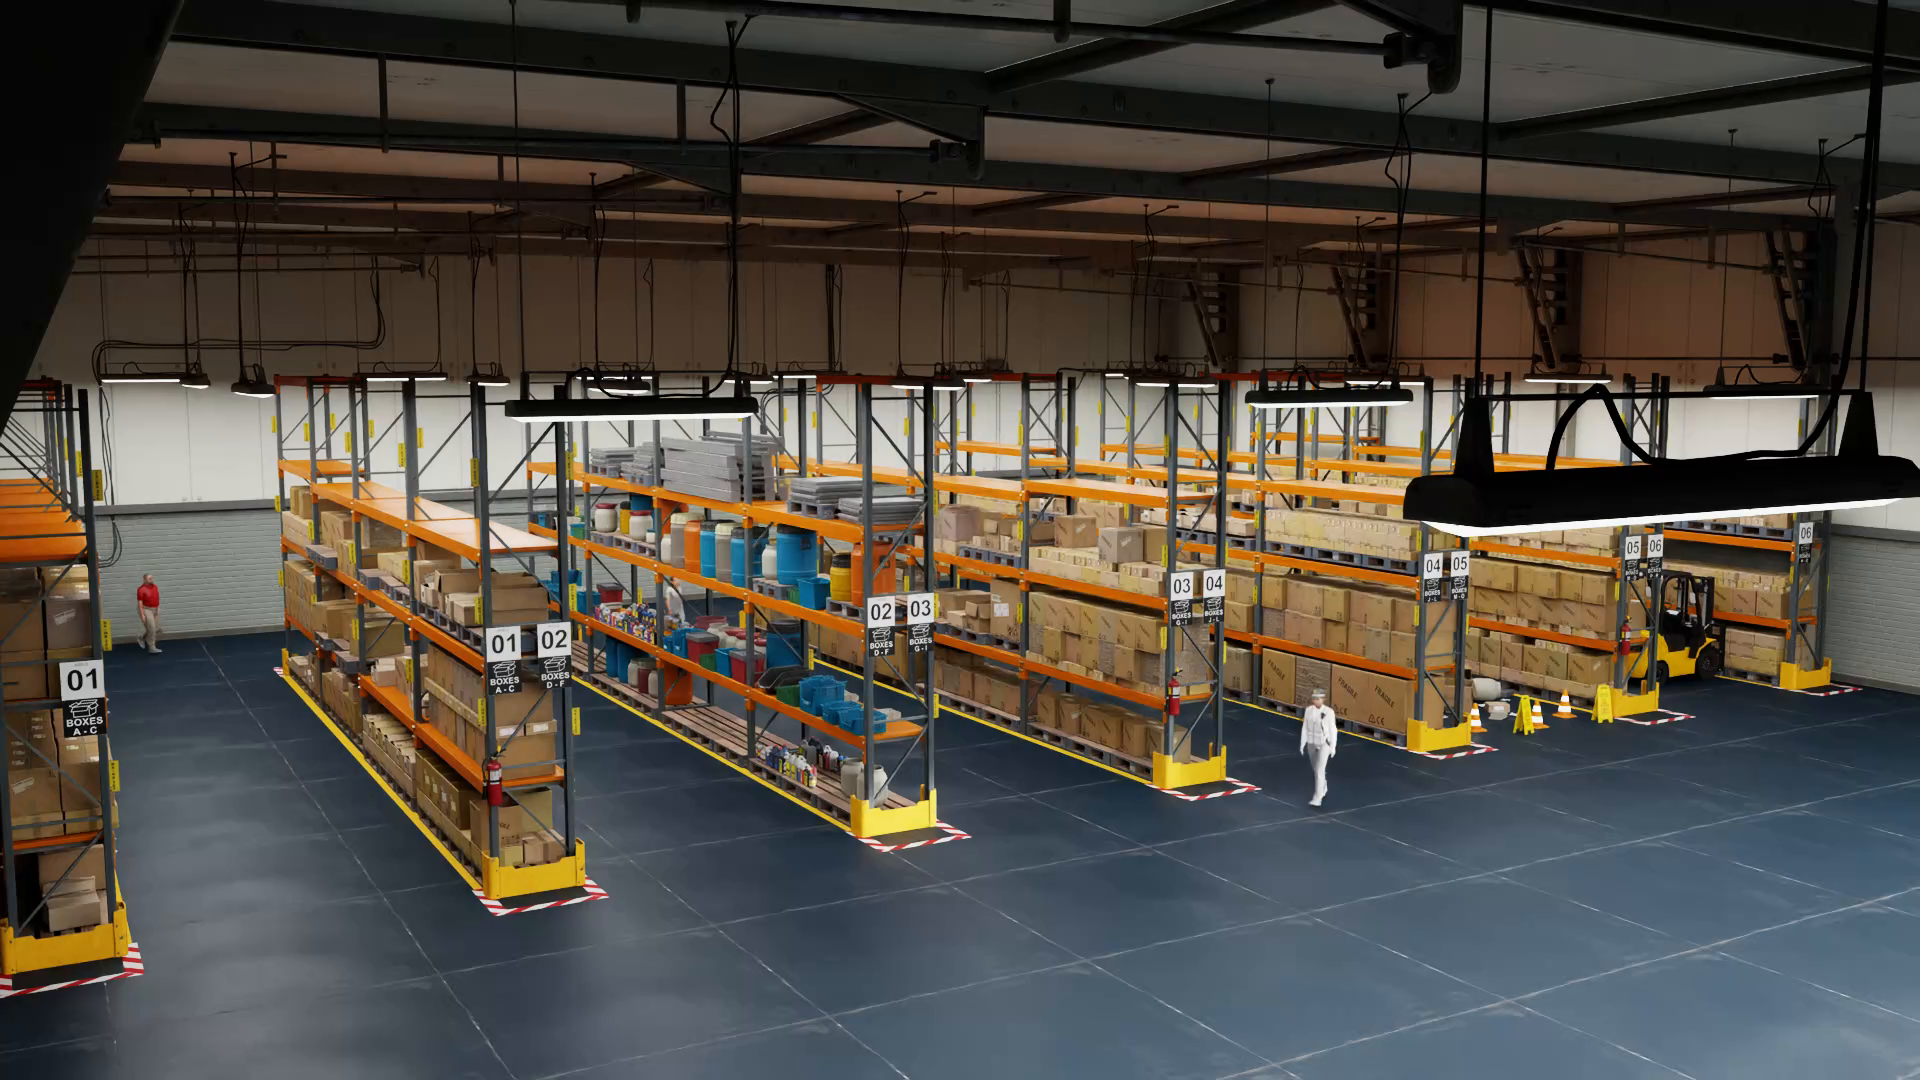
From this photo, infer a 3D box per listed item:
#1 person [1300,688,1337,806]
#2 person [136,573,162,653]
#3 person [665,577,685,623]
[{"bbox_3d":[5.103,2.924,23.724,0.477,1.645,0.840,6,9,44],"label":"person"},{"bbox_3d":[-17.437,1.556,35.717,0.665,1.703,0.546,1,6,11],"label":"person"},{"bbox_3d":[-6.190,1.561,36.188,0.472,1.612,1.082,-4,7,-33],"label":"person"}]
